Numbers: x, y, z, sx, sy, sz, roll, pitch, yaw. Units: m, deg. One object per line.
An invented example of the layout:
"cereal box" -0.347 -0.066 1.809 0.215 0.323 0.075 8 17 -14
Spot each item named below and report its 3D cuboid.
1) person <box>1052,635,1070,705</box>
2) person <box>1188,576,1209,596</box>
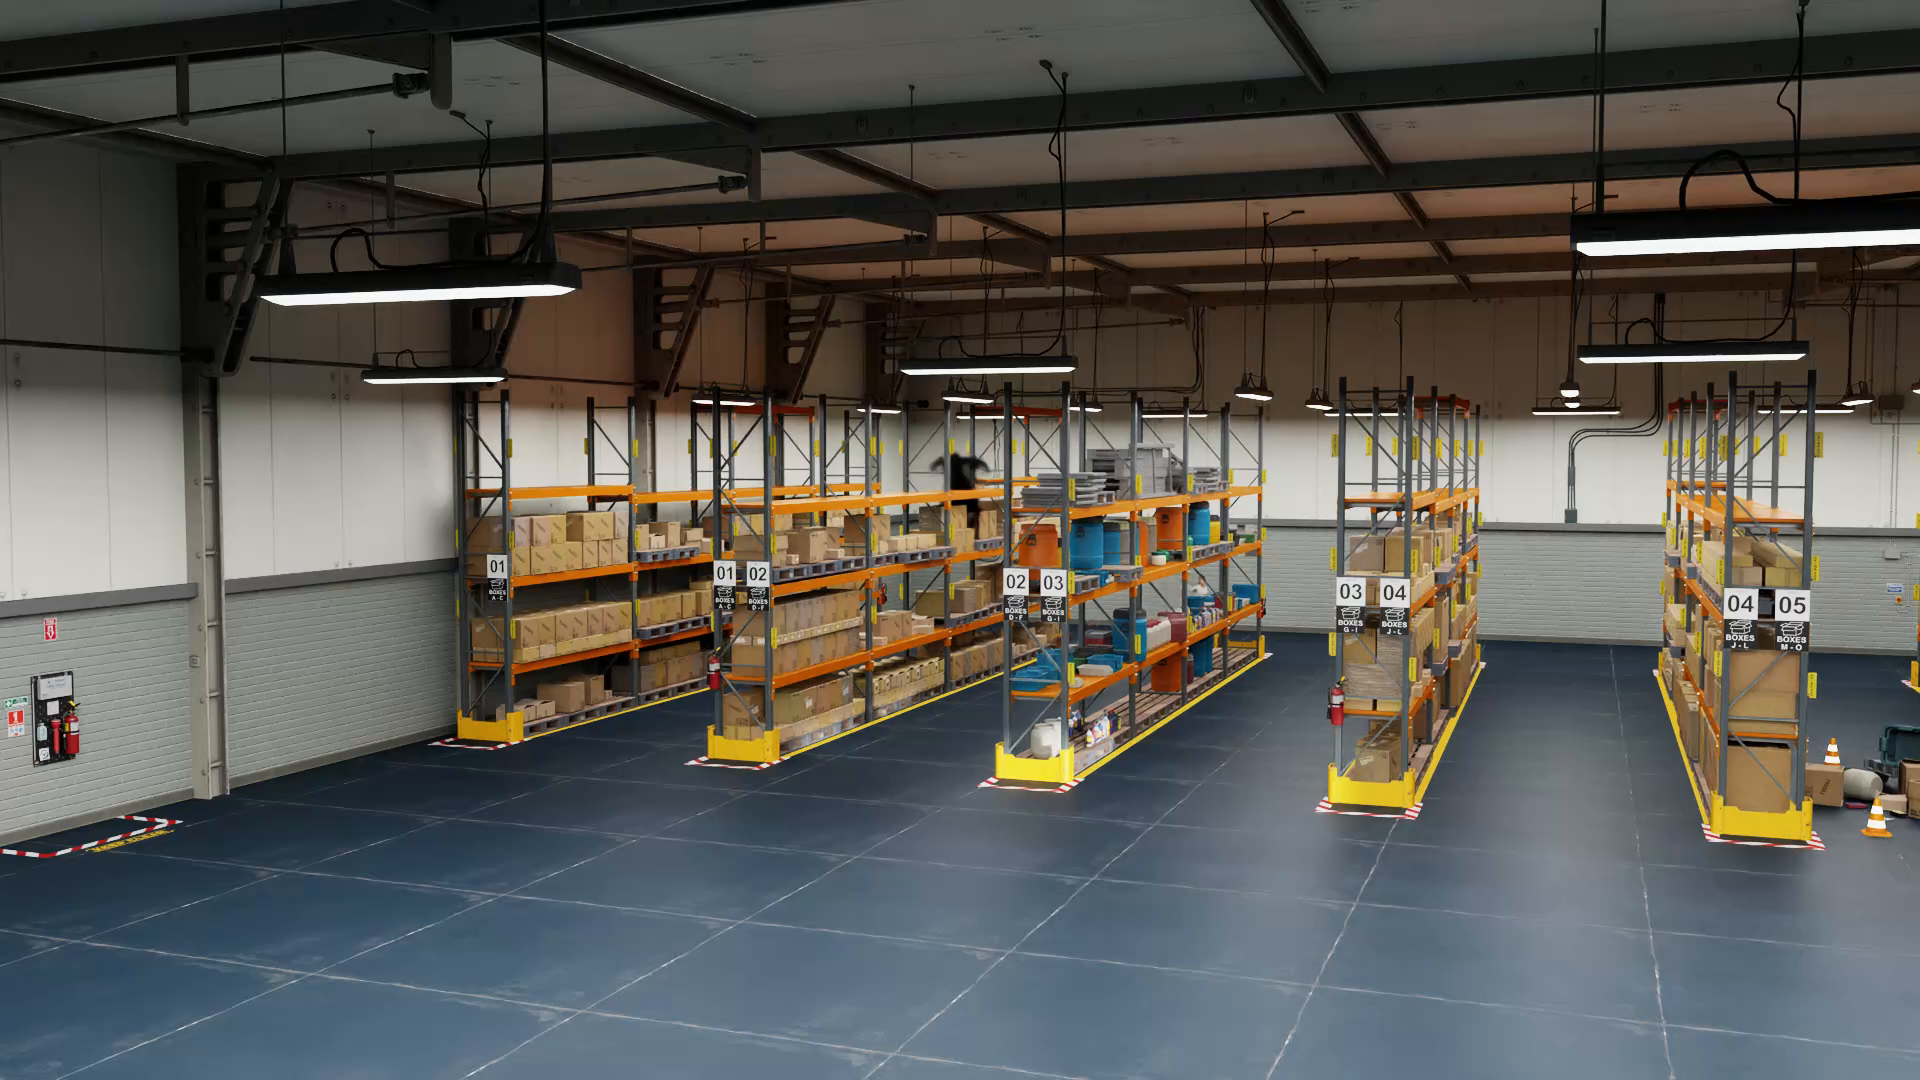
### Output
"person" 2.151 2.522 32.608 0.524 1.393 1.049 3 4 44
"person" 6.343 1.760 44.096 0.605 1.629 0.852 -1 3 -25
